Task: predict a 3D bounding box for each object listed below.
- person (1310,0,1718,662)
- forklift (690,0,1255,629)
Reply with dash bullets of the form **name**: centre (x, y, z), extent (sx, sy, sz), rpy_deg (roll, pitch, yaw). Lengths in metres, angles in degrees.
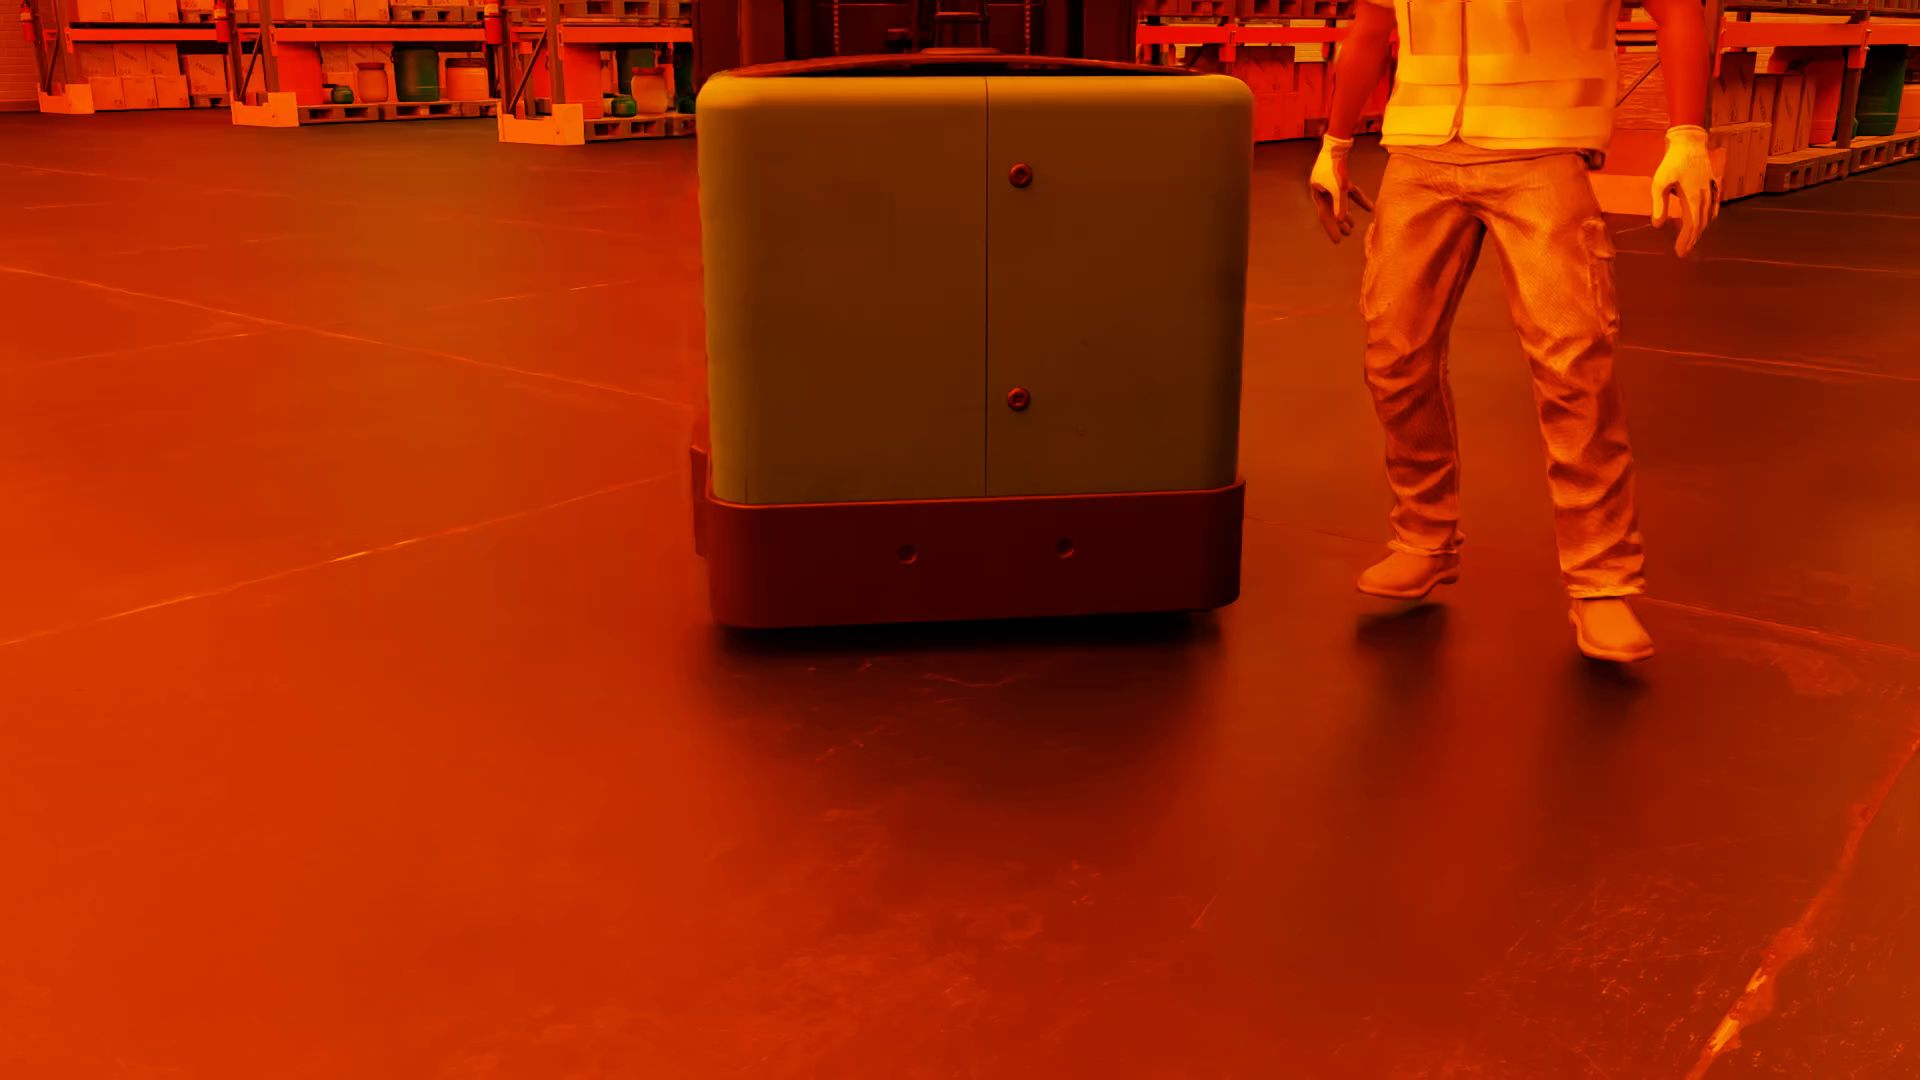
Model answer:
- **person**: centre (1.006, -0.708, 3.126), extent (0.851, 1.751, 0.425), rpy_deg (14, 22, 39)
- **forklift**: centre (-0.141, -1.617, 4.224), extent (1.130, 2.935, 3.031), rpy_deg (-2, 17, -7)
